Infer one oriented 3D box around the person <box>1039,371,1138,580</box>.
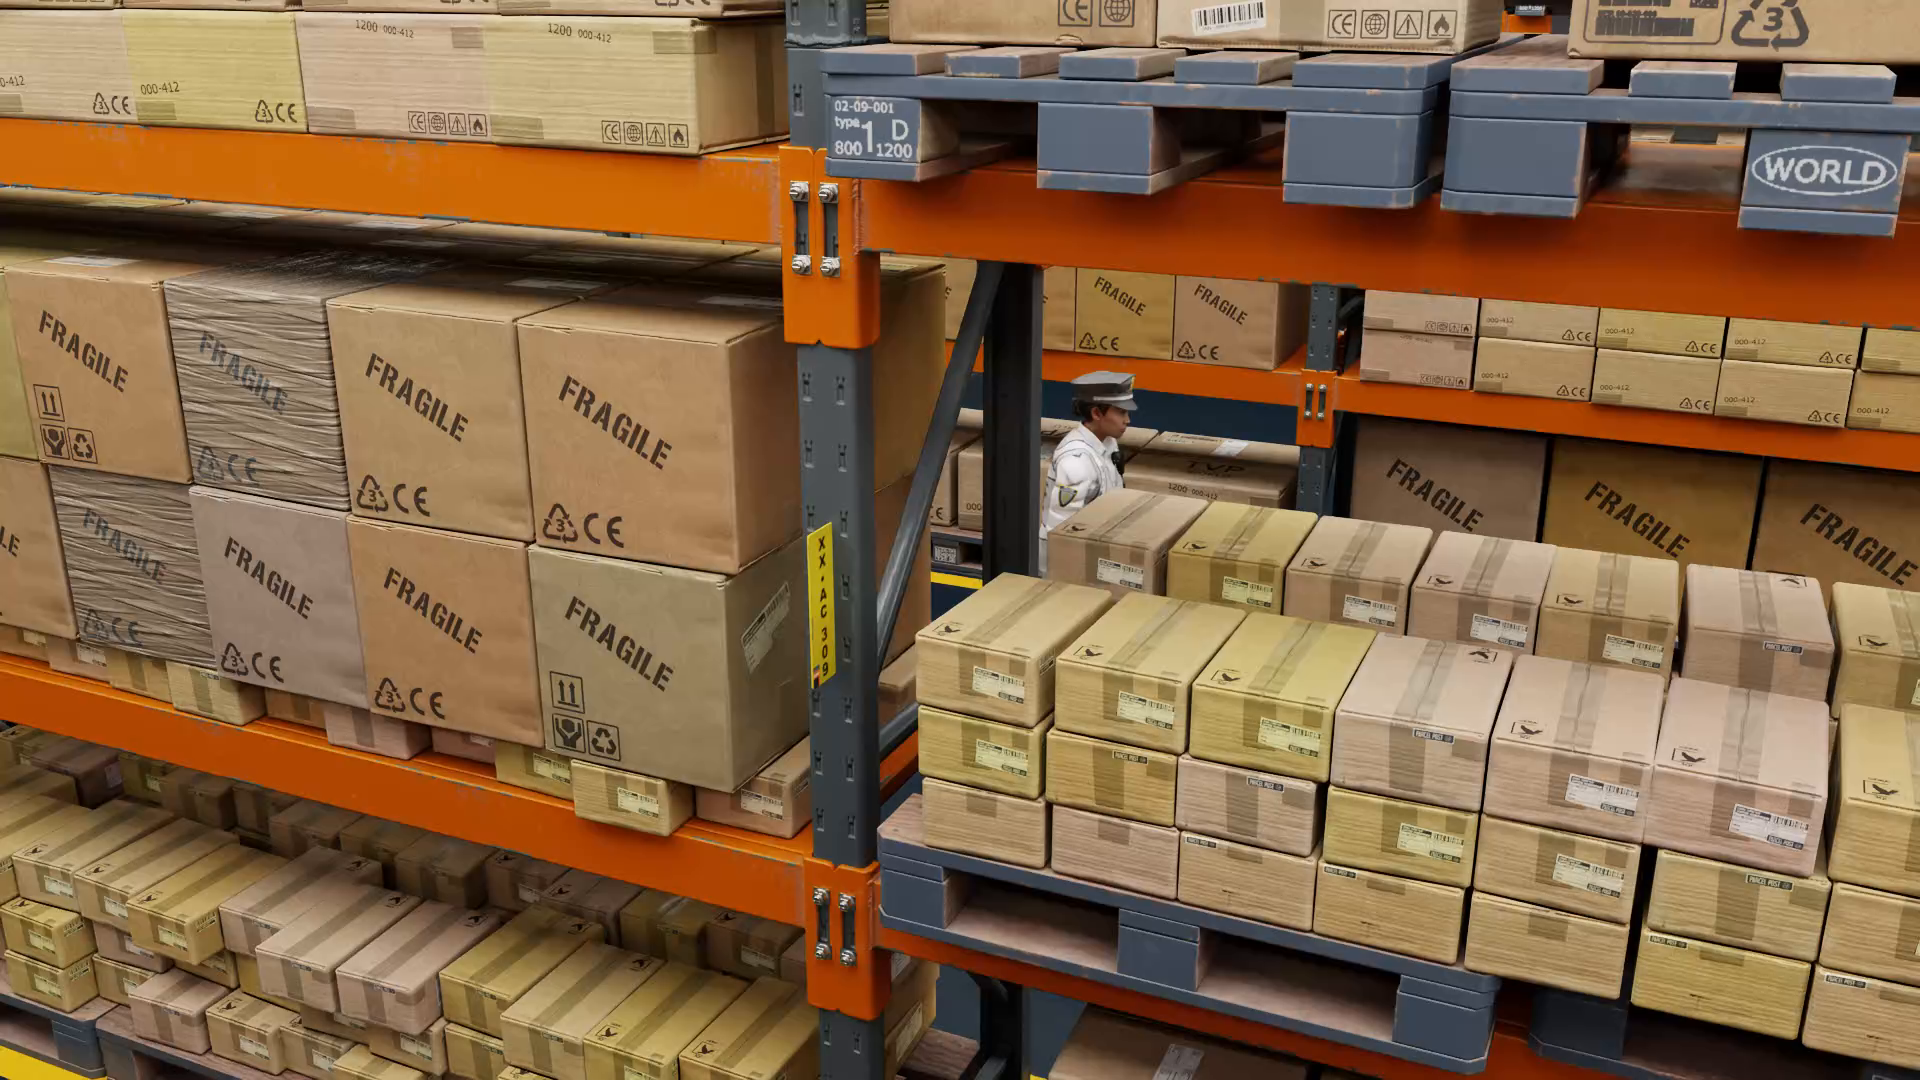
[{"bbox_3d":[0.503,0.136,6.670,0.371,1.663,0.530,9,21,23],"label":"person"}]
